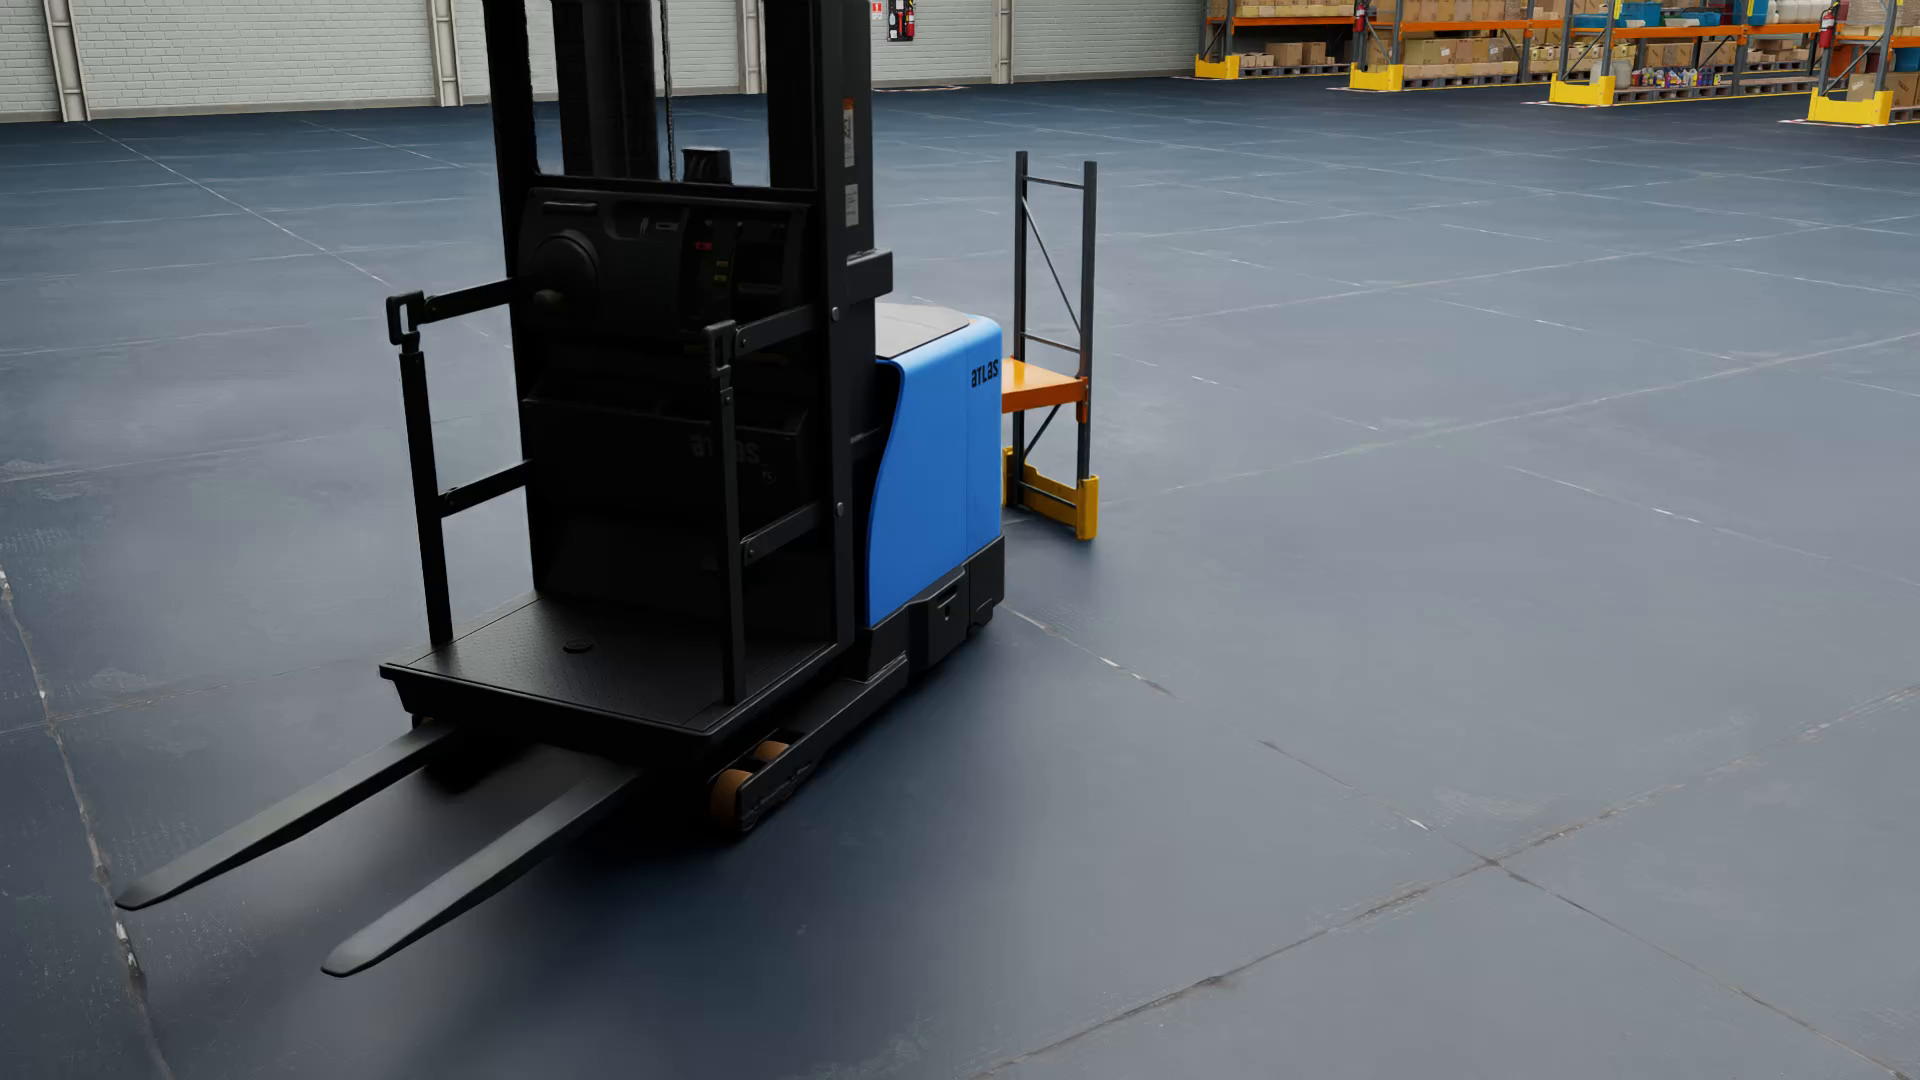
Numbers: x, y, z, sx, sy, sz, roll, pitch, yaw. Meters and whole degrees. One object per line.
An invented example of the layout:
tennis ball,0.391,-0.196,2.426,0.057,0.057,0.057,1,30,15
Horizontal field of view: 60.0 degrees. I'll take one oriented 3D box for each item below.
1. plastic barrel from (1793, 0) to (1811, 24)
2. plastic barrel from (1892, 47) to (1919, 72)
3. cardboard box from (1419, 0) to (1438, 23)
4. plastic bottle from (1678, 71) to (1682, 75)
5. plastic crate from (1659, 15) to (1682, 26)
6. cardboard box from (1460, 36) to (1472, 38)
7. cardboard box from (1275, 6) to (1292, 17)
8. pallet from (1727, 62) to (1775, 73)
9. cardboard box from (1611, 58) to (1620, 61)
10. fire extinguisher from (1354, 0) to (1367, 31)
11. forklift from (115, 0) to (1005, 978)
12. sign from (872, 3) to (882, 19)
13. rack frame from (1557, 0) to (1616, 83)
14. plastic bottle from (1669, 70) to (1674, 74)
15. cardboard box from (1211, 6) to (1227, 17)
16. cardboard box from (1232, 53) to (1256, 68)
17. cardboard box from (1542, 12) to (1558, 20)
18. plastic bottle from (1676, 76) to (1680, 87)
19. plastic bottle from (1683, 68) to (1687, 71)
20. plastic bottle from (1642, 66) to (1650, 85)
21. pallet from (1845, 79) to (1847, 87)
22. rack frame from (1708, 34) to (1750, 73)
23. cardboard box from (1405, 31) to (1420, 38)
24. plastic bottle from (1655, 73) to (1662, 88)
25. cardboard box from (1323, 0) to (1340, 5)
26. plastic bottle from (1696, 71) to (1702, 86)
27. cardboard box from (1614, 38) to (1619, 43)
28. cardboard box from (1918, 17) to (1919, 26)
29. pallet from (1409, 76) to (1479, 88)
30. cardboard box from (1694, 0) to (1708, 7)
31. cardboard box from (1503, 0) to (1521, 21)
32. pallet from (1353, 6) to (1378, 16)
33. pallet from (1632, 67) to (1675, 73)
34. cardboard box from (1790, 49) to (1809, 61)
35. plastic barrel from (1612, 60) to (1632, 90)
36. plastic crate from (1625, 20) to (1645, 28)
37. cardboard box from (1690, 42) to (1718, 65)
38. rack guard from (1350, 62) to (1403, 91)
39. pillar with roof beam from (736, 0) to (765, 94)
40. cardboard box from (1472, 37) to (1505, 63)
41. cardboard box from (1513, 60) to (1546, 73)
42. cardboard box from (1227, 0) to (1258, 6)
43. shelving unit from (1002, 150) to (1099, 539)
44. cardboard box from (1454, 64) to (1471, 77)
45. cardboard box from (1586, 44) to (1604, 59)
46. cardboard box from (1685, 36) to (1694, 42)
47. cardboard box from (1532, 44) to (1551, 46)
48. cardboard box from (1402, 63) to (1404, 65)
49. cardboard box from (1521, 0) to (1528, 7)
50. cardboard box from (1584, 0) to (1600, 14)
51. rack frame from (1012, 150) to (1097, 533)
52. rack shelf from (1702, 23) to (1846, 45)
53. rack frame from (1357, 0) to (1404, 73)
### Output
plastic barrel,16.491,-10.435,32.715,0.433,0.535,0.433,0,19,0
plastic barrel,20.224,-10.453,35.603,0.708,0.901,0.600,-12,22,-31
cardboard box,9.369,-10.896,34.136,0.500,0.500,0.700,-11,22,-30
plastic bottle,13.591,-8.697,31.340,0.133,0.283,0.061,-12,22,-31
plastic crate,13.309,-9.791,31.355,0.662,0.188,0.450,-12,22,-31
cardboard box,10.904,-10.544,35.718,0.500,0.500,0.500,-12,22,-31
cardboard box,7.245,-12.124,38.125,0.500,0.250,0.500,-12,22,-32
pallet,19.132,-11.590,40.697,1.213,0.211,1.003,-12,22,-31
cardboard box,14.483,-10.732,37.444,0.500,0.250,0.500,-12,22,-32
fire extinguisher,8.181,-10.743,33.960,0.183,0.674,0.296,-12,22,-31
forklift,-0.925,-0.768,4.440,1.130,2.935,3.031,9,20,24
sign,-1.697,-10.821,34.012,0.234,0.329,0.001,-12,22,-31
rack frame,11.257,-9.351,29.720,0.127,3.000,1.000,-12,22,-31
plastic bottle,13.640,-8.882,31.908,0.097,0.271,0.097,0,19,0
cardboard box,6.092,-12.073,37.977,0.500,0.250,0.500,-12,22,-31
cardboard box,6.435,-11.033,38.208,0.500,0.311,0.500,-15,24,-37
cardboard box,12.729,-11.363,36.066,0.250,0.149,0.380,-12,22,-31
plastic bottle,13.395,-8.565,31.079,0.097,0.201,0.097,0,19,0
plastic bottle,14.090,-9.032,32.352,0.097,0.271,0.097,0,19,0
plastic bottle,13.027,-8.837,31.649,0.185,0.351,0.144,-11,22,-29
pallet,18.574,-9.589,34.779,1.213,0.211,1.003,-12,22,-31
rack frame,18.558,-12.790,39.894,0.127,3.000,1.000,-12,22,-31
cardboard box,10.980,-12.473,41.001,0.500,0.250,0.500,-12,22,-32
plastic bottle,12.942,-8.503,30.785,0.097,0.271,0.097,0,19,0
cardboard box,8.510,-12.744,38.788,0.500,0.500,0.500,-12,22,-32
plastic bottle,13.945,-8.713,31.388,0.133,0.283,0.061,-10,21,-28
cardboard box,17.362,-13.411,44.977,0.500,0.500,0.700,-11,22,-30
cardboard box,14.807,-8.424,26.358,0.500,0.500,0.875,-12,22,-31
pallet,10.169,-9.715,35.151,1.213,0.211,1.003,-12,22,-31
cardboard box,17.116,-12.709,38.841,0.700,0.500,0.500,16,24,39
cardboard box,11.509,-11.349,35.473,0.500,0.500,0.700,-13,22,-33
pallet,9.867,-12.710,39.957,1.213,0.211,1.003,-12,22,-31
pallet,15.861,-10.886,38.615,1.213,0.211,1.003,-12,22,-31
cardboard box,20.770,-12.080,41.398,0.500,0.250,0.500,-12,22,-31
plastic barrel,12.183,-8.596,30.716,0.421,0.512,0.421,0,19,0
plastic crate,12.181,-9.298,29.974,0.250,0.136,0.298,-12,22,-31
cardboard box,17.467,-11.478,39.228,0.500,0.500,0.500,-12,22,-31
rack guard,8.516,-9.488,34.029,0.348,0.500,1.175,-12,22,-31
pillar with roof beam,-1.737,-11.932,27.989,0.400,9.000,9.100,-12,22,-31
cardboard box,11.185,-10.408,35.313,0.500,0.500,0.500,-12,22,-31
cardboard box,12.349,-10.282,36.113,0.500,0.250,0.500,-13,22,-33
cardboard box,6.372,-12.298,37.470,0.500,0.500,0.500,-12,22,-31
shelving unit,-0.044,-0.709,6.500,1.083,1.500,0.587,-12,22,-31
cardboard box,10.360,-9.872,34.898,0.500,0.250,0.500,-12,22,-31
cardboard box,14.061,-10.908,37.088,0.500,0.311,0.500,-12,22,-32
cardboard box,17.185,-11.973,39.523,0.500,0.250,0.500,-12,22,-31
cardboard box,12.906,-10.872,36.981,0.500,0.311,0.500,-12,22,-32
cardboard box,9.232,-9.838,34.798,0.500,0.250,0.500,-12,22,-31
cardboard box,14.324,-13.895,42.511,0.500,0.500,0.500,-11,22,-30
cardboard box,13.825,-11.833,36.906,0.500,0.500,0.500,-13,23,-34
rack frame,0.373,-0.797,6.759,0.032,1.500,0.500,-12,22,-31
rack shelf,16.268,-10.067,32.962,4.000,0.370,1.077,-12,22,-31
rack frame,8.536,-10.676,33.641,0.127,3.000,1.000,-12,22,-31
